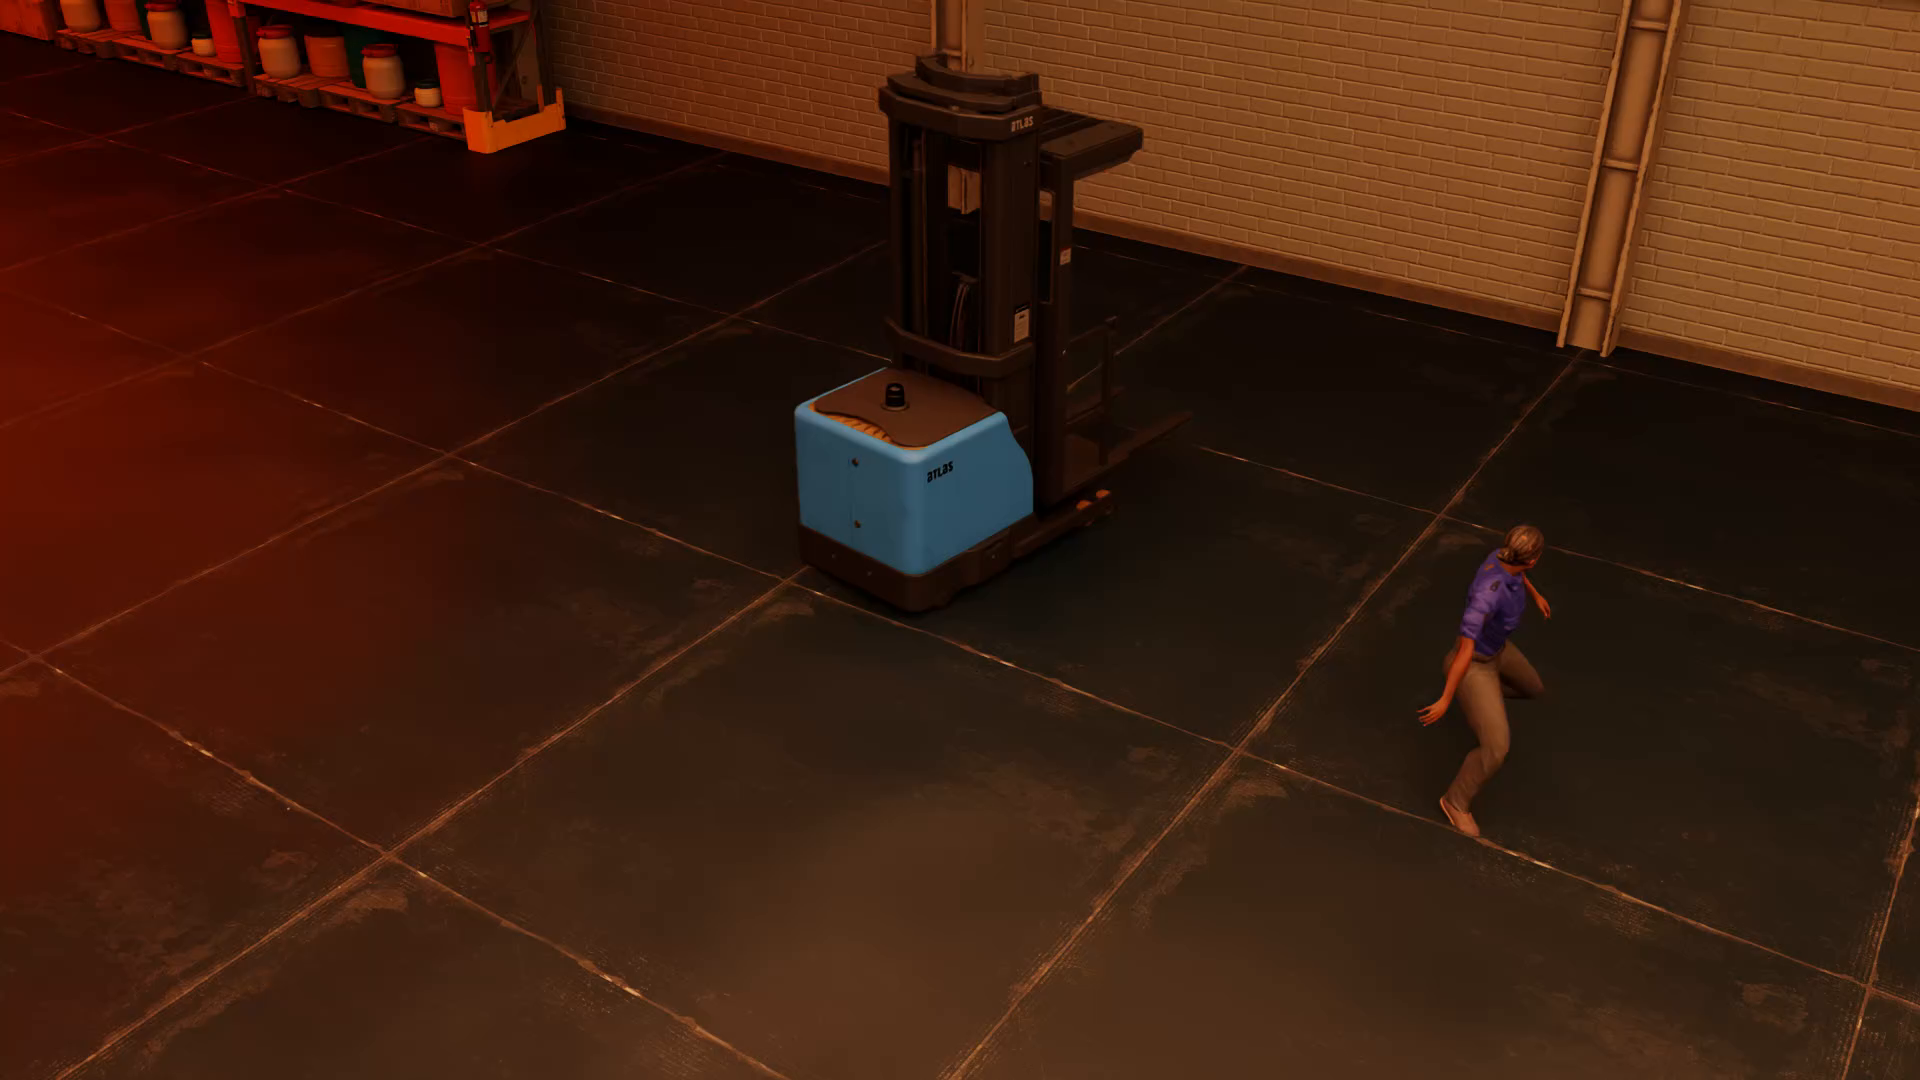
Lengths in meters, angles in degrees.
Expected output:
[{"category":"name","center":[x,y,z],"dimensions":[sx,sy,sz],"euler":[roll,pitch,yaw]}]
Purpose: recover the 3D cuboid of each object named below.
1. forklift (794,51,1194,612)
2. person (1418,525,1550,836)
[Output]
[{"category":"forklift","center":[0.371,-1.508,10.178],"dimensions":[1.130,2.935,3.031],"euler":[24,38,35]},{"category":"person","center":[2.534,0.607,8.020],"dimensions":[0.483,1.548,1.085],"euler":[19,35,29]}]
